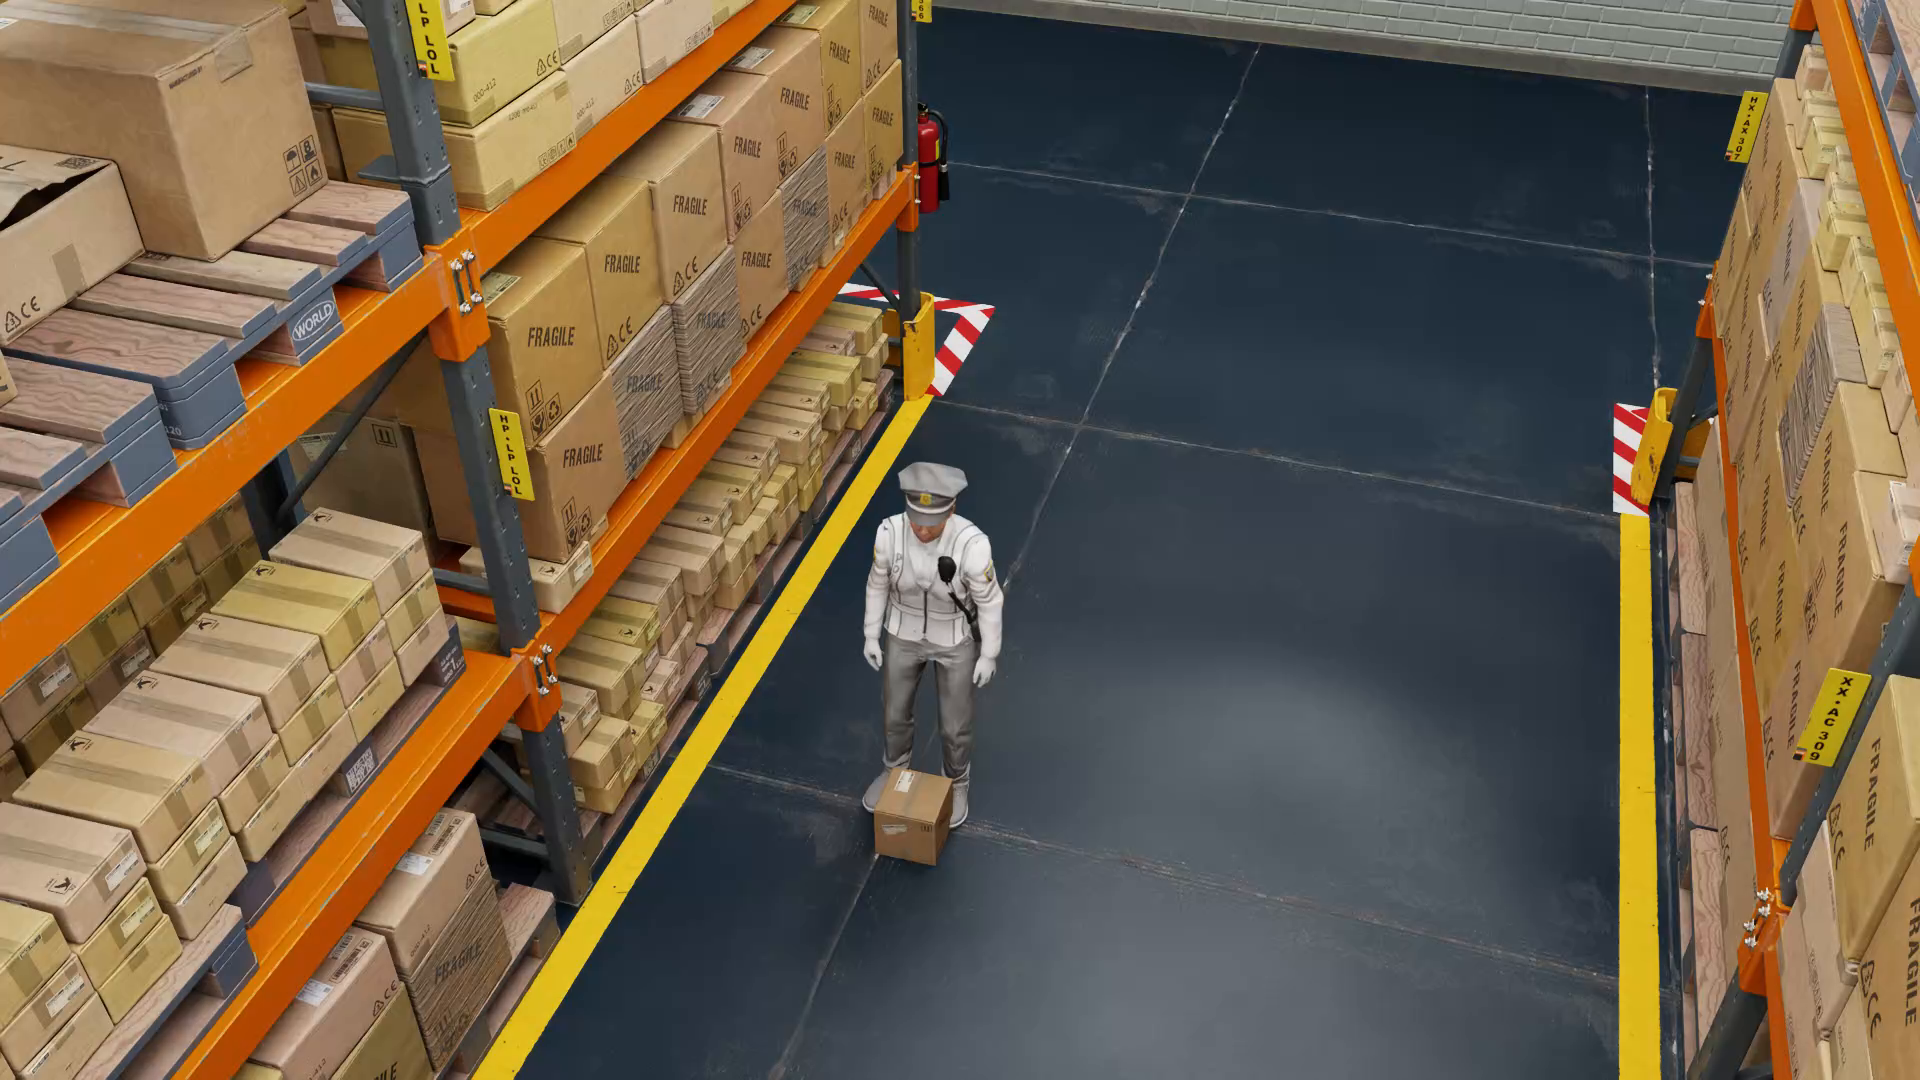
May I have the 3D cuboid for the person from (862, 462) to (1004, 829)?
[{"bbox_3d":[-0.110,0.396,6.364,0.547,1.667,0.370,9,38,11],"label":"person"}]
